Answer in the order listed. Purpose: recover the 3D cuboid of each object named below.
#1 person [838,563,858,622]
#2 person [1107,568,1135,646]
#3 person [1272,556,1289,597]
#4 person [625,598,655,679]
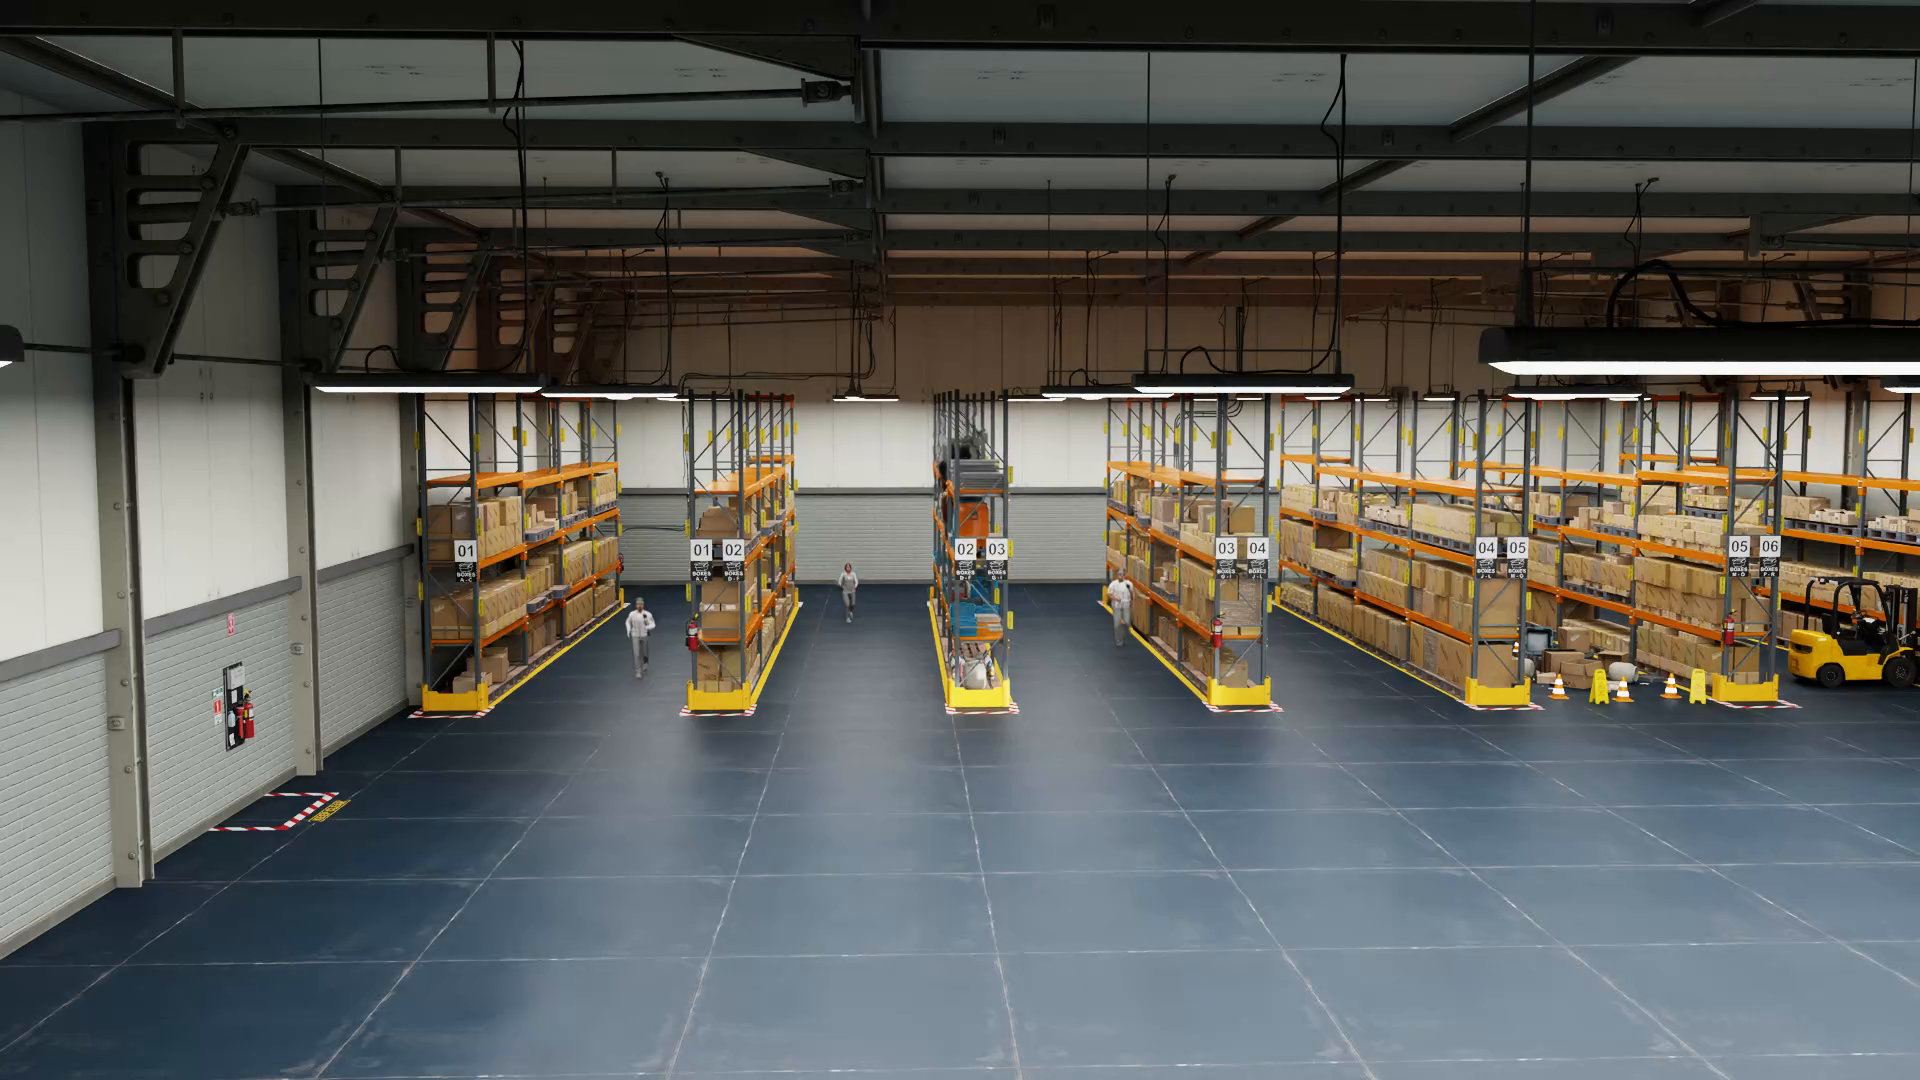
[{"bbox_3d":[-2.918,1.387,43.654,0.518,1.552,0.555,-1,5,-11],"label":"person"},{"bbox_3d":[3.653,1.516,37.452,0.652,1.779,0.602,0,5,-3],"label":"person"},{"bbox_3d":[9.492,0.856,49.171,0.713,1.754,0.804,2,5,21],"label":"person"},{"bbox_3d":[-6.709,2.034,34.882,0.624,1.669,0.822,-1,5,-8],"label":"person"}]
